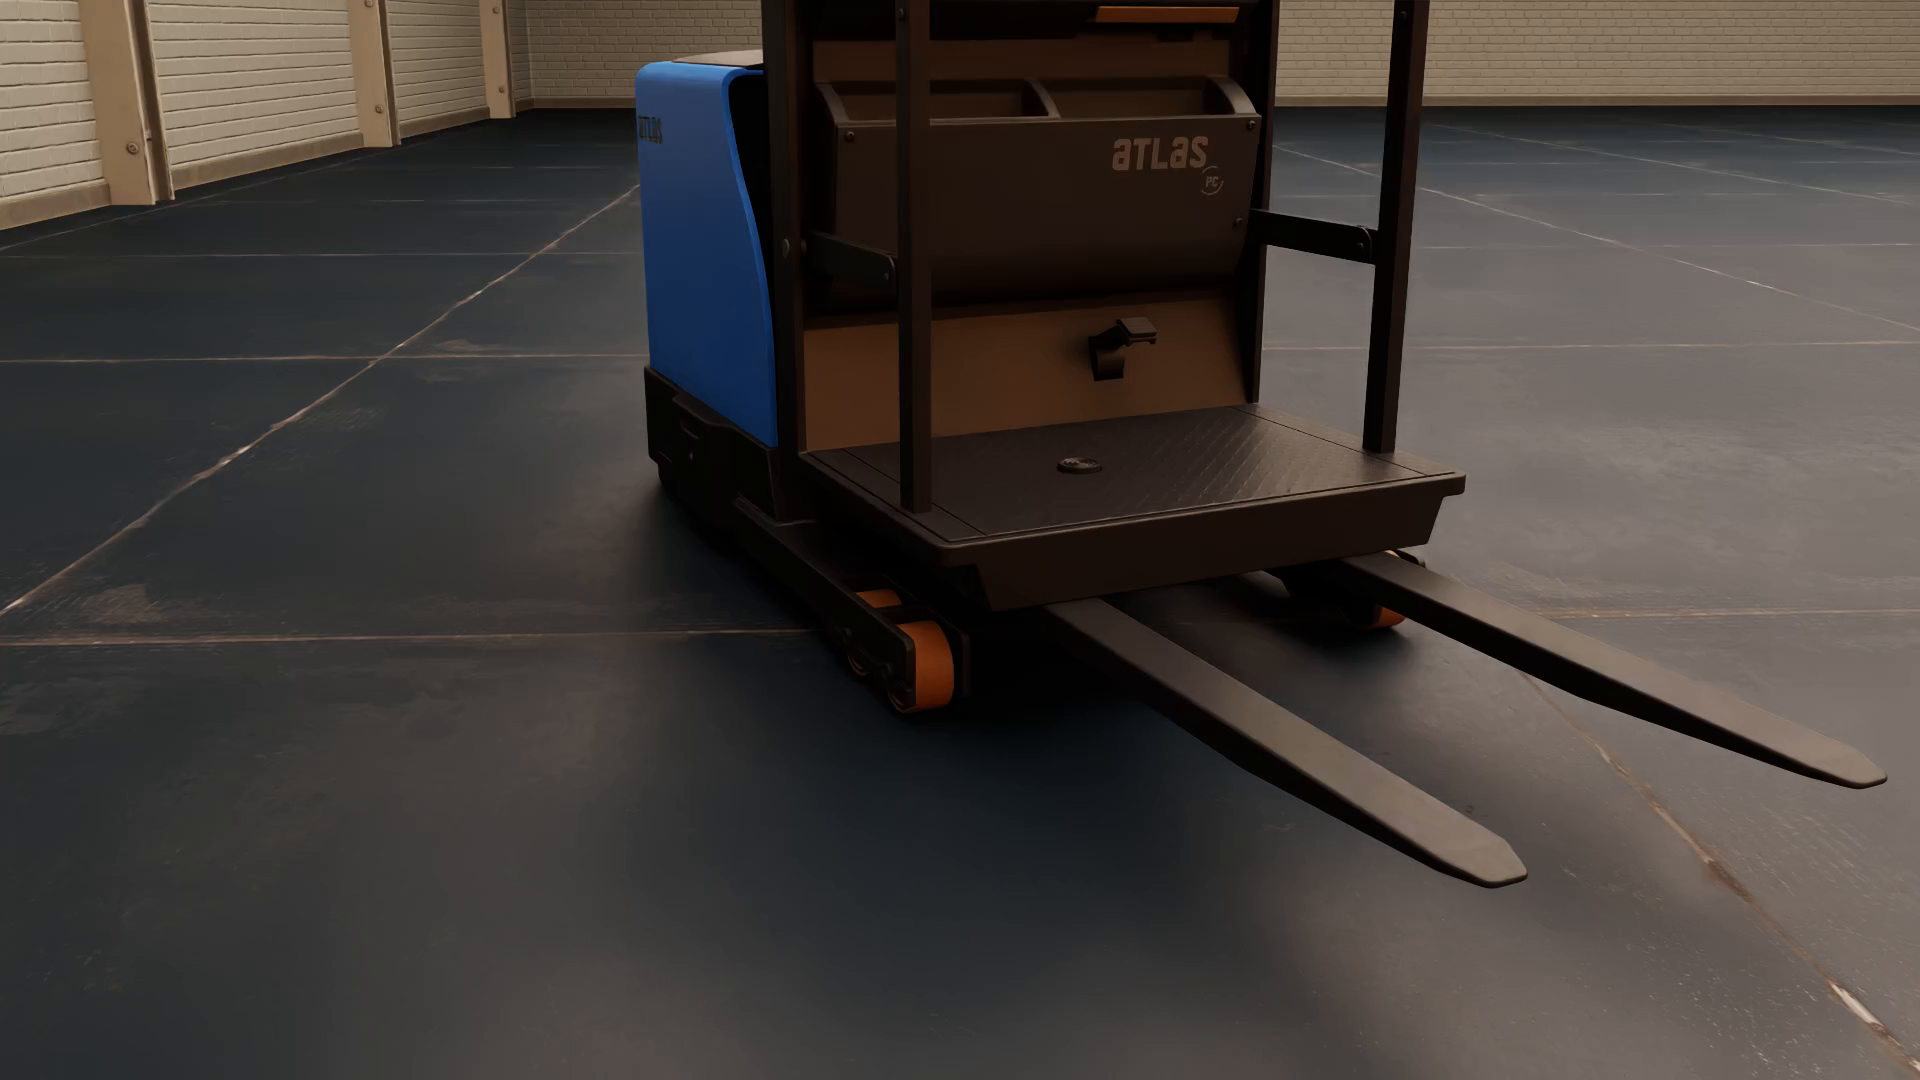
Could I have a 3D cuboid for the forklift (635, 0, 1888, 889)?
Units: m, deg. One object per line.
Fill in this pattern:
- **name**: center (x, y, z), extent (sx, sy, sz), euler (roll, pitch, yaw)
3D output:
- **forklift**: center (0.258, -1.240, 2.962), extent (1.130, 2.935, 3.031), euler (-8, 19, -24)
